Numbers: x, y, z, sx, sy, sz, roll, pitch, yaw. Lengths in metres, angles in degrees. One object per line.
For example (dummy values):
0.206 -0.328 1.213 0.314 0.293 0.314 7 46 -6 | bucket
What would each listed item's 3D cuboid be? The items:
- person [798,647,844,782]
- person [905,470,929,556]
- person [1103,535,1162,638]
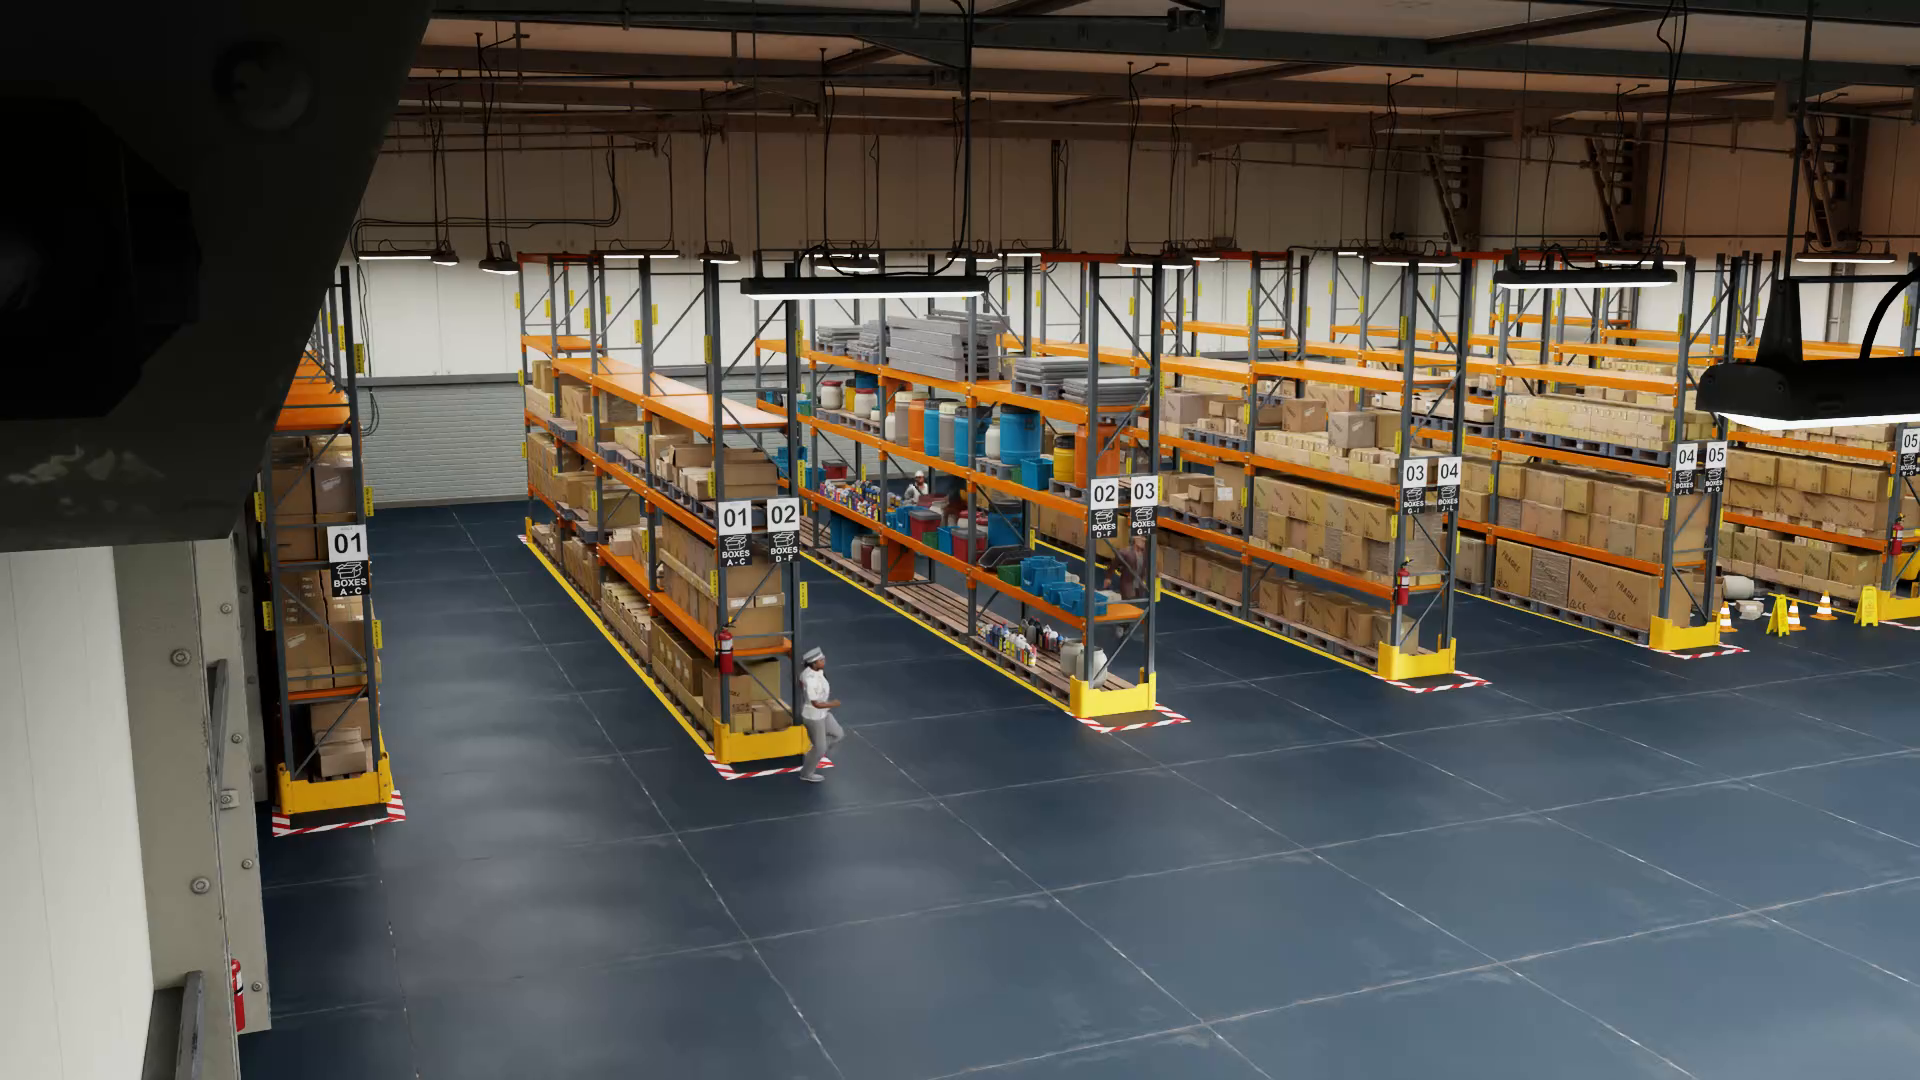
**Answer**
-1.645 2.034 19.341 0.546 1.649 0.569 1 10 4 | person
-0.806 -0.538 33.196 0.653 1.727 0.631 -6 12 -30 | person
2.760 0.731 26.169 0.704 1.722 0.825 -6 12 -32 | person
